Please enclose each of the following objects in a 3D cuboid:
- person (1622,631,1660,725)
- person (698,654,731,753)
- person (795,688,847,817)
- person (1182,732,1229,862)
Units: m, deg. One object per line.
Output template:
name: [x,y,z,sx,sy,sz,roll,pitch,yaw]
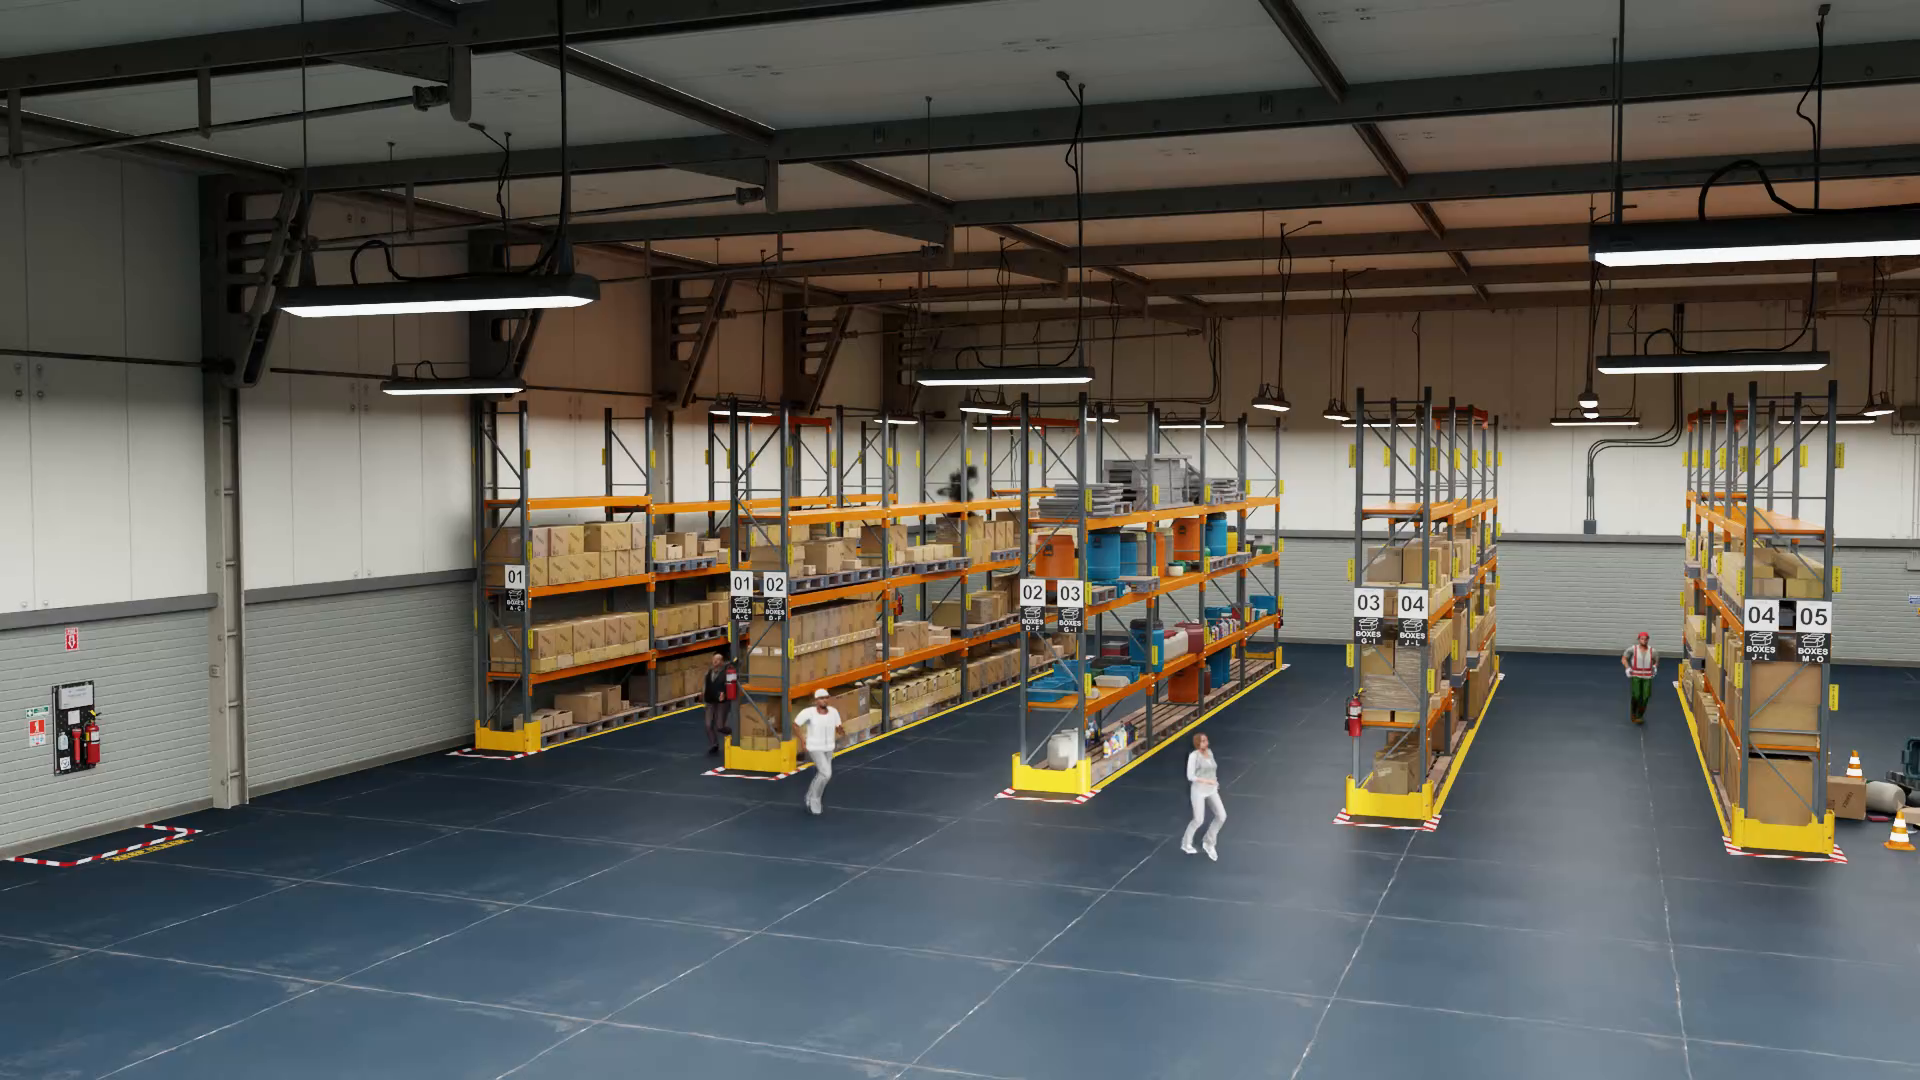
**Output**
person: [12.814,2.594,31.238,0.634,1.767,0.670,1,3,10]
person: [-4.163,2.784,28.340,0.656,1.673,0.606,1,3,19]
person: [-1.908,2.995,23.502,0.661,1.825,0.749,-2,4,-40]
person: [3.075,3.208,20.814,0.542,1.606,0.700,-2,3,-33]
